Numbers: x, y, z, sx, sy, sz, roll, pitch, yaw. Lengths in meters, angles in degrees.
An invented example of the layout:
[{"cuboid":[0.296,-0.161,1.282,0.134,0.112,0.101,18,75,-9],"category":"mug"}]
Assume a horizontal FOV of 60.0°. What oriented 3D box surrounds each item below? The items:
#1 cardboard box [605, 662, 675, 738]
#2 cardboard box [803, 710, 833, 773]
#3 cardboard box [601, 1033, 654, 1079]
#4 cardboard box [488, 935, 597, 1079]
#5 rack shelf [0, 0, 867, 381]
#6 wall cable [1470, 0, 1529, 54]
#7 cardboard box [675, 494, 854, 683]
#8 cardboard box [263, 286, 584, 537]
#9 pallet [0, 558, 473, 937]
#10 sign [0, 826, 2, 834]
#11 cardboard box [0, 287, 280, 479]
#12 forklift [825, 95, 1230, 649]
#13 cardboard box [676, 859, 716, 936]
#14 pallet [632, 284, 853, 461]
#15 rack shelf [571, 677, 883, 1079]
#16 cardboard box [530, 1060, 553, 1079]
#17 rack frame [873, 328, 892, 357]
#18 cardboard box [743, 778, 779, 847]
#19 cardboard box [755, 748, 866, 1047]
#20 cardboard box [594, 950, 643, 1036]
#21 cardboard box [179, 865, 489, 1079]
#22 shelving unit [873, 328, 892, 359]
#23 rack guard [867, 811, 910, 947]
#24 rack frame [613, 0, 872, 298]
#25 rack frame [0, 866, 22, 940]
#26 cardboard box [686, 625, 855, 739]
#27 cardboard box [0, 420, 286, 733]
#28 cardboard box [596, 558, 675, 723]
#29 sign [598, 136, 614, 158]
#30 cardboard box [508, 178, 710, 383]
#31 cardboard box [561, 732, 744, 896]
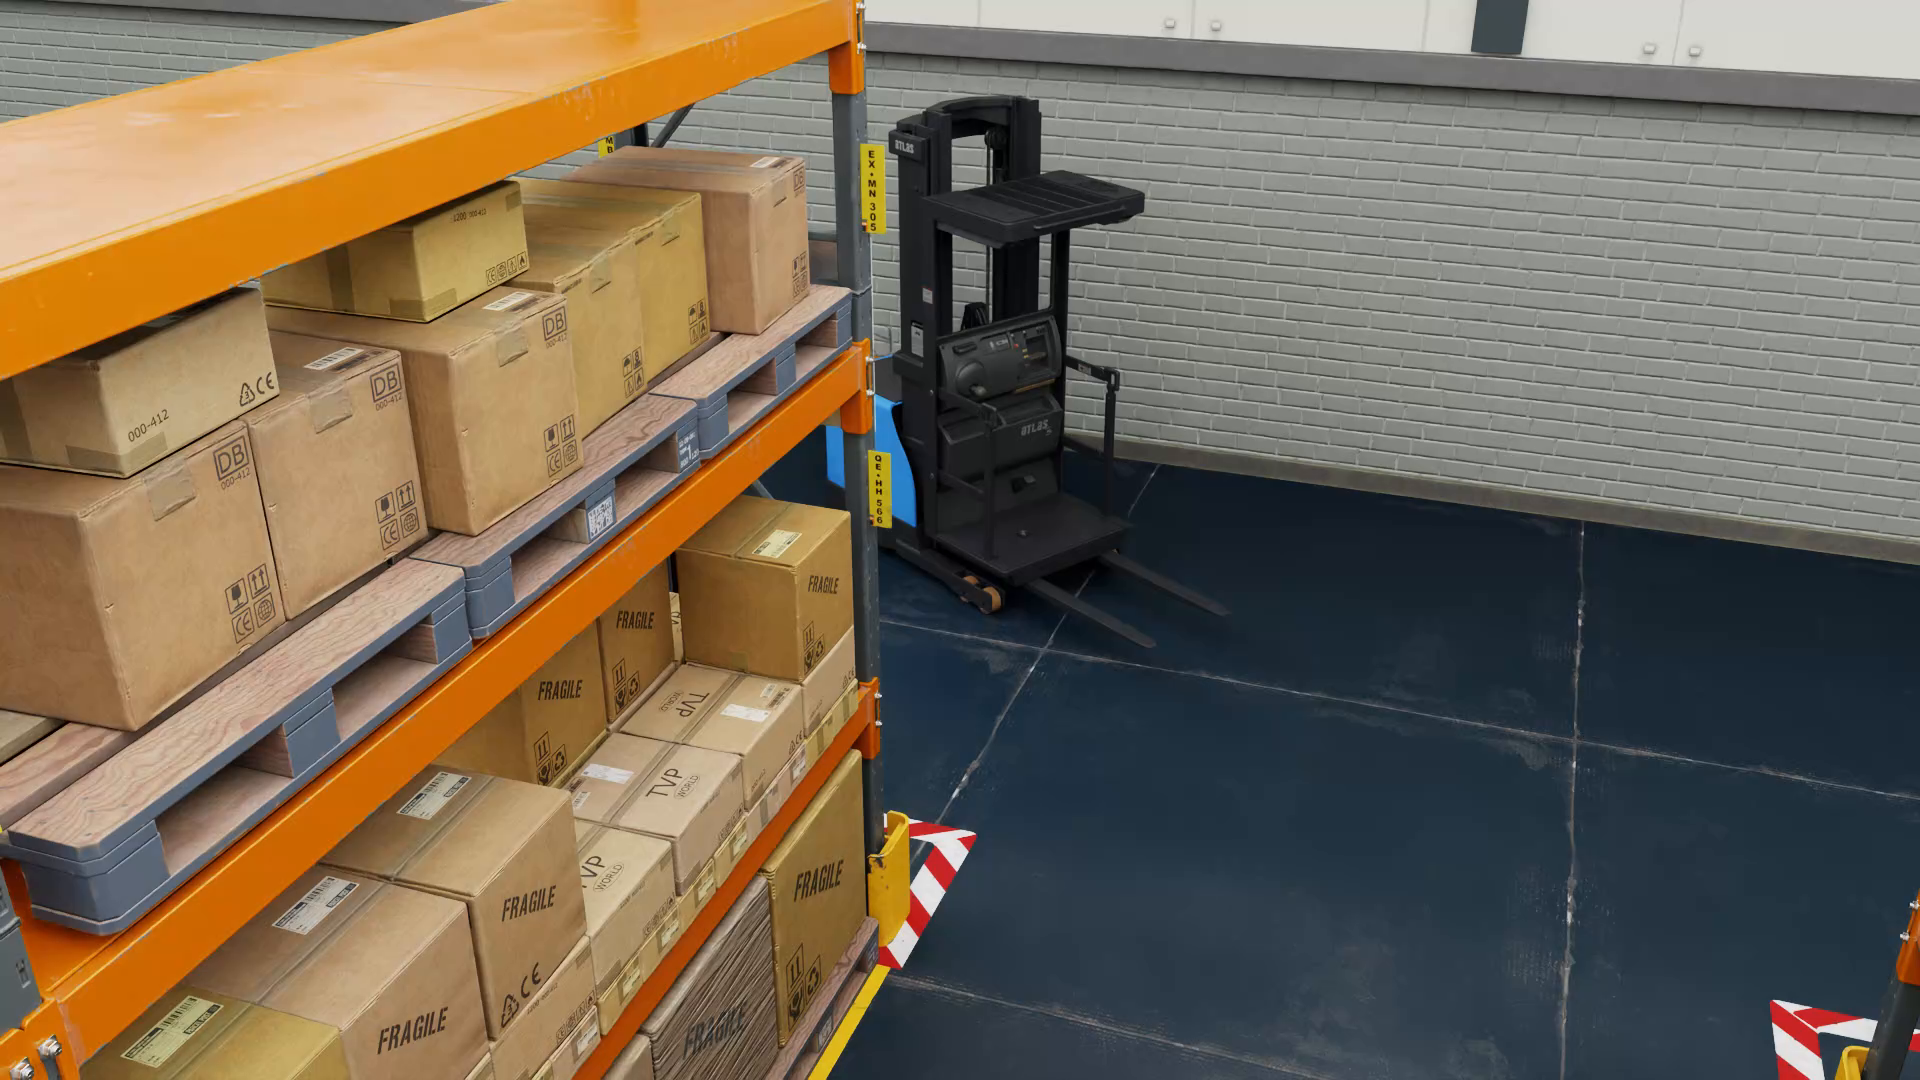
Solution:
[{"cuboid":[-1.410,0.649,6.298,0.500,0.250,0.500,8,27,17],"category":"cardboard box"},{"cuboid":[-0.721,0.757,6.533,0.380,0.149,0.250,9,27,18],"category":"cardboard box"},{"cuboid":[-1.565,2.124,5.377,0.875,0.875,0.875,9,27,17],"category":"cardboard box"},{"cuboid":[-1.419,1.348,4.855,0.500,0.250,0.500,9,27,19],"category":"cardboard box"},{"cuboid":[-1.494,-1.032,4.339,1.077,0.370,4.000,9,27,17],"category":"rack shelf"},{"cuboid":[4.303,-5.629,8.859,2.277,5.999,0.120,9,27,17],"category":"wall cable"},{"cuboid":[-0.743,0.177,6.412,0.500,0.500,0.500,9,27,18],"category":"cardboard box"},{"cuboid":[-1.465,-0.387,4.455,0.700,0.500,0.500,10,28,20],"category":"cardboard box"},{"cuboid":[-1.877,0.342,3.762,1.003,0.211,1.213,9,27,17],"category":"pallet"},{"cuboid":[-1.645,0.337,2.716,0.100,0.325,0.005,9,27,17],"category":"sign"},{"cuboid":[-1.840,-0.366,3.549,0.500,0.250,0.500,7,27,14],"category":"cardboard box"},{"cuboid":[0.391,-1.108,10.175,1.130,2.935,3.031,-19,32,-34],"category":"forklift"},{"cuboid":[-1.061,1.176,5.666,0.380,0.149,0.250,9,27,18],"category":"cardboard box"},{"cuboid":[-1.065,-0.661,5.833,1.003,0.211,1.213,9,27,17],"category":"pallet"},{"cuboid":[-1.494,1.488,5.559,1.077,0.370,4.000,9,27,17],"category":"rack shelf"},{"cuboid":[-1.402,1.596,4.799,0.380,0.149,0.250,8,27,17],"category":"cardboard box"},{"cuboid":[-0.540,-0.948,11.820,0.006,1.200,0.240,-19,30,-34],"category":"rack frame"},{"cuboid":[-0.890,0.963,6.107,0.380,0.149,0.250,9,27,18],"category":"cardboard box"},{"cuboid":[-0.966,1.385,6.904,0.875,0.875,0.875,9,27,17],"category":"cardboard box"},{"cuboid":[-1.230,1.385,5.235,0.380,0.149,0.250,8,27,16],"category":"cardboard box"},{"cuboid":[-1.588,1.222,4.255,0.500,0.500,0.500,9,27,17],"category":"cardboard box"},{"cuboid":[-0.612,-0.923,11.769,0.189,1.200,0.258,-19,30,-34],"category":"shelving unit"},{"cuboid":[-0.820,1.458,7.665,1.175,0.500,0.348,9,27,17],"category":"rack guard"},{"cuboid":[-0.828,-2.357,5.793,1.000,3.000,0.127,9,27,17],"category":"rack frame"},{"cuboid":[-2.160,-0.714,2.398,1.000,3.000,0.127,9,27,17],"category":"rack frame"},{"cuboid":[-0.739,0.514,6.577,0.500,0.250,0.500,8,27,17],"category":"cardboard box"},{"cuboid":[-1.956,0.027,3.598,0.700,0.500,0.500,7,27,14],"category":"cardboard box"},{"cuboid":[-1.409,0.302,6.154,0.500,0.500,0.500,8,27,16],"category":"cardboard box"},{"cuboid":[-1.350,-1.519,6.410,0.100,0.325,0.005,9,27,17],"category":"sign"},{"cuboid":[-1.252,-0.851,5.412,0.700,0.500,0.500,8,27,16],"category":"cardboard box"},{"cuboid":[-1.078,0.932,5.715,0.500,0.250,0.500,8,27,16],"category":"cardboard box"}]
